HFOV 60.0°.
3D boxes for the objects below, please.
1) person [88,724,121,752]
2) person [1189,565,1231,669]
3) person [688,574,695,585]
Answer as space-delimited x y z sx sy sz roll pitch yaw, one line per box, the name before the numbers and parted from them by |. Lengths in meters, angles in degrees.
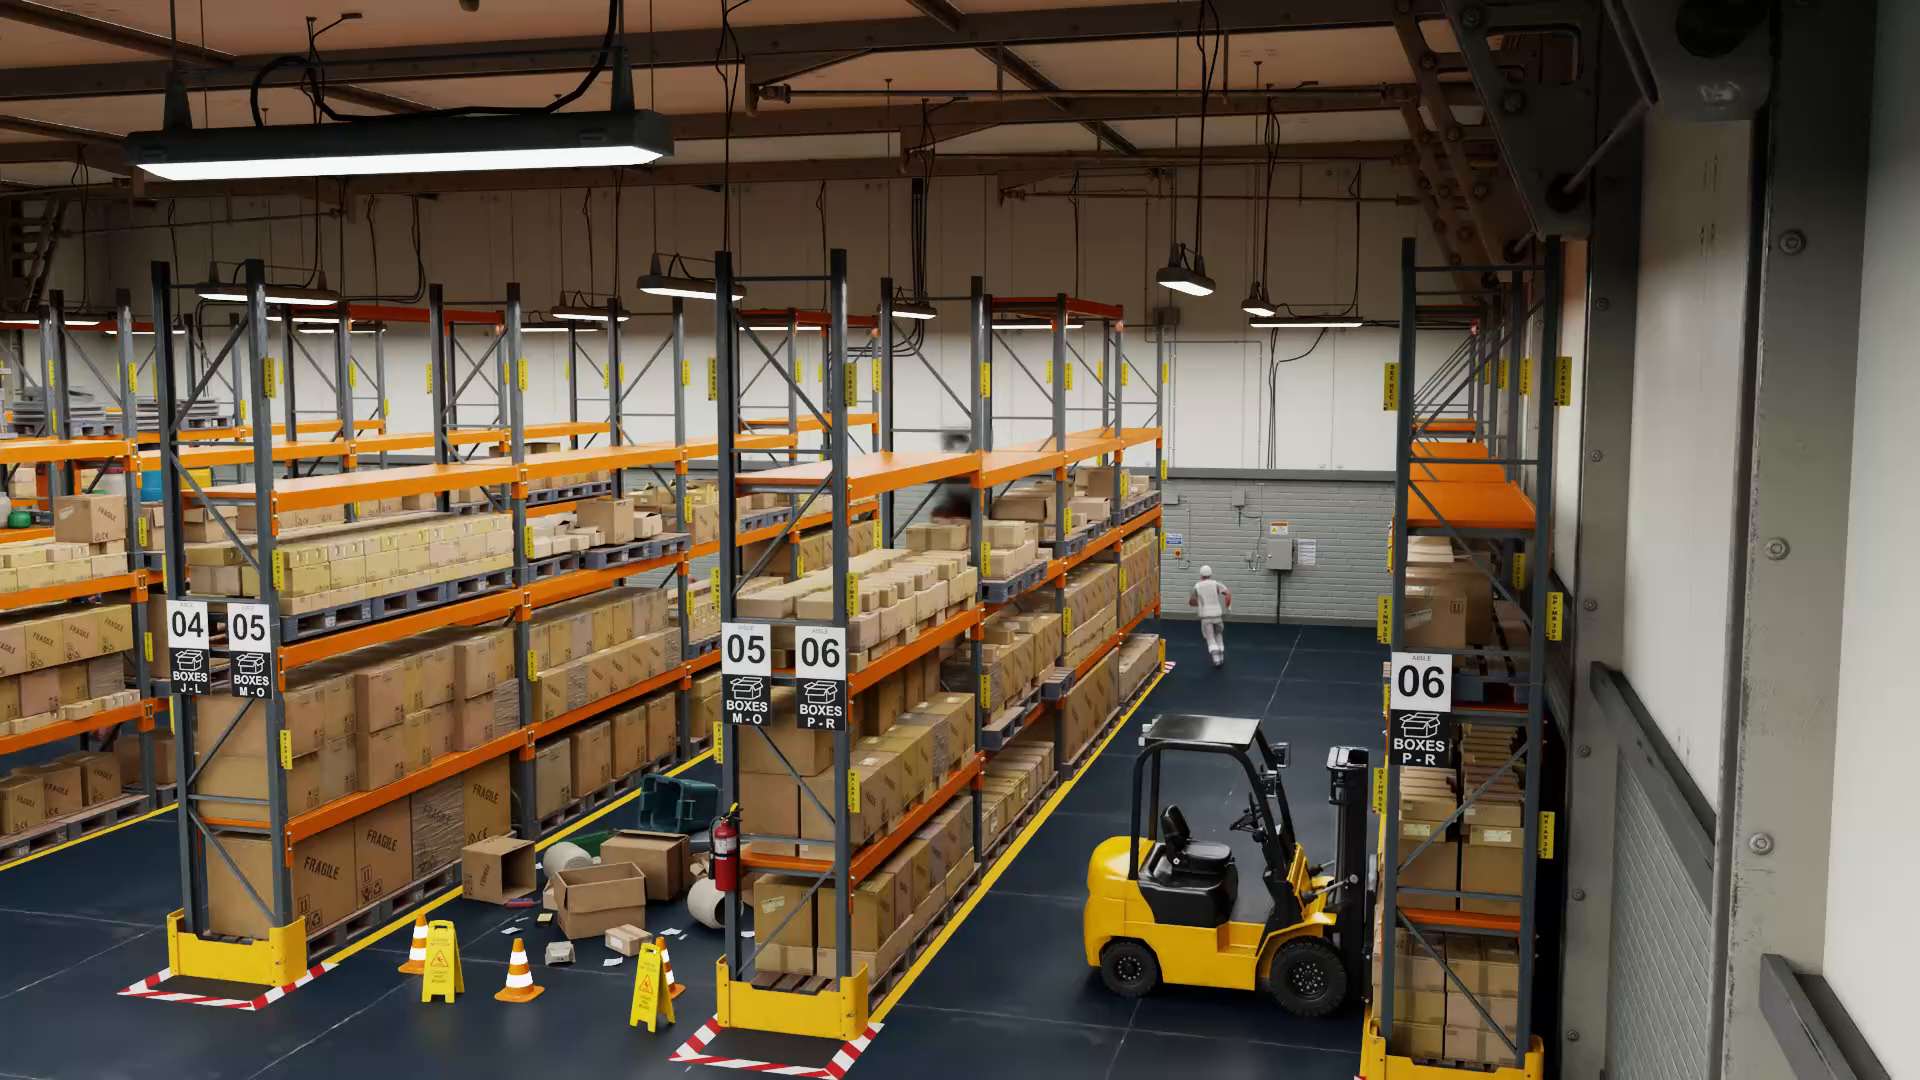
person | -10.909 2.119 21.313 0.594 1.621 0.558 1 6 12
person | 4.213 1.307 28.061 0.697 1.766 0.975 0 6 1
person | -4.374 1.448 27.219 0.628 1.792 0.781 2 7 21
